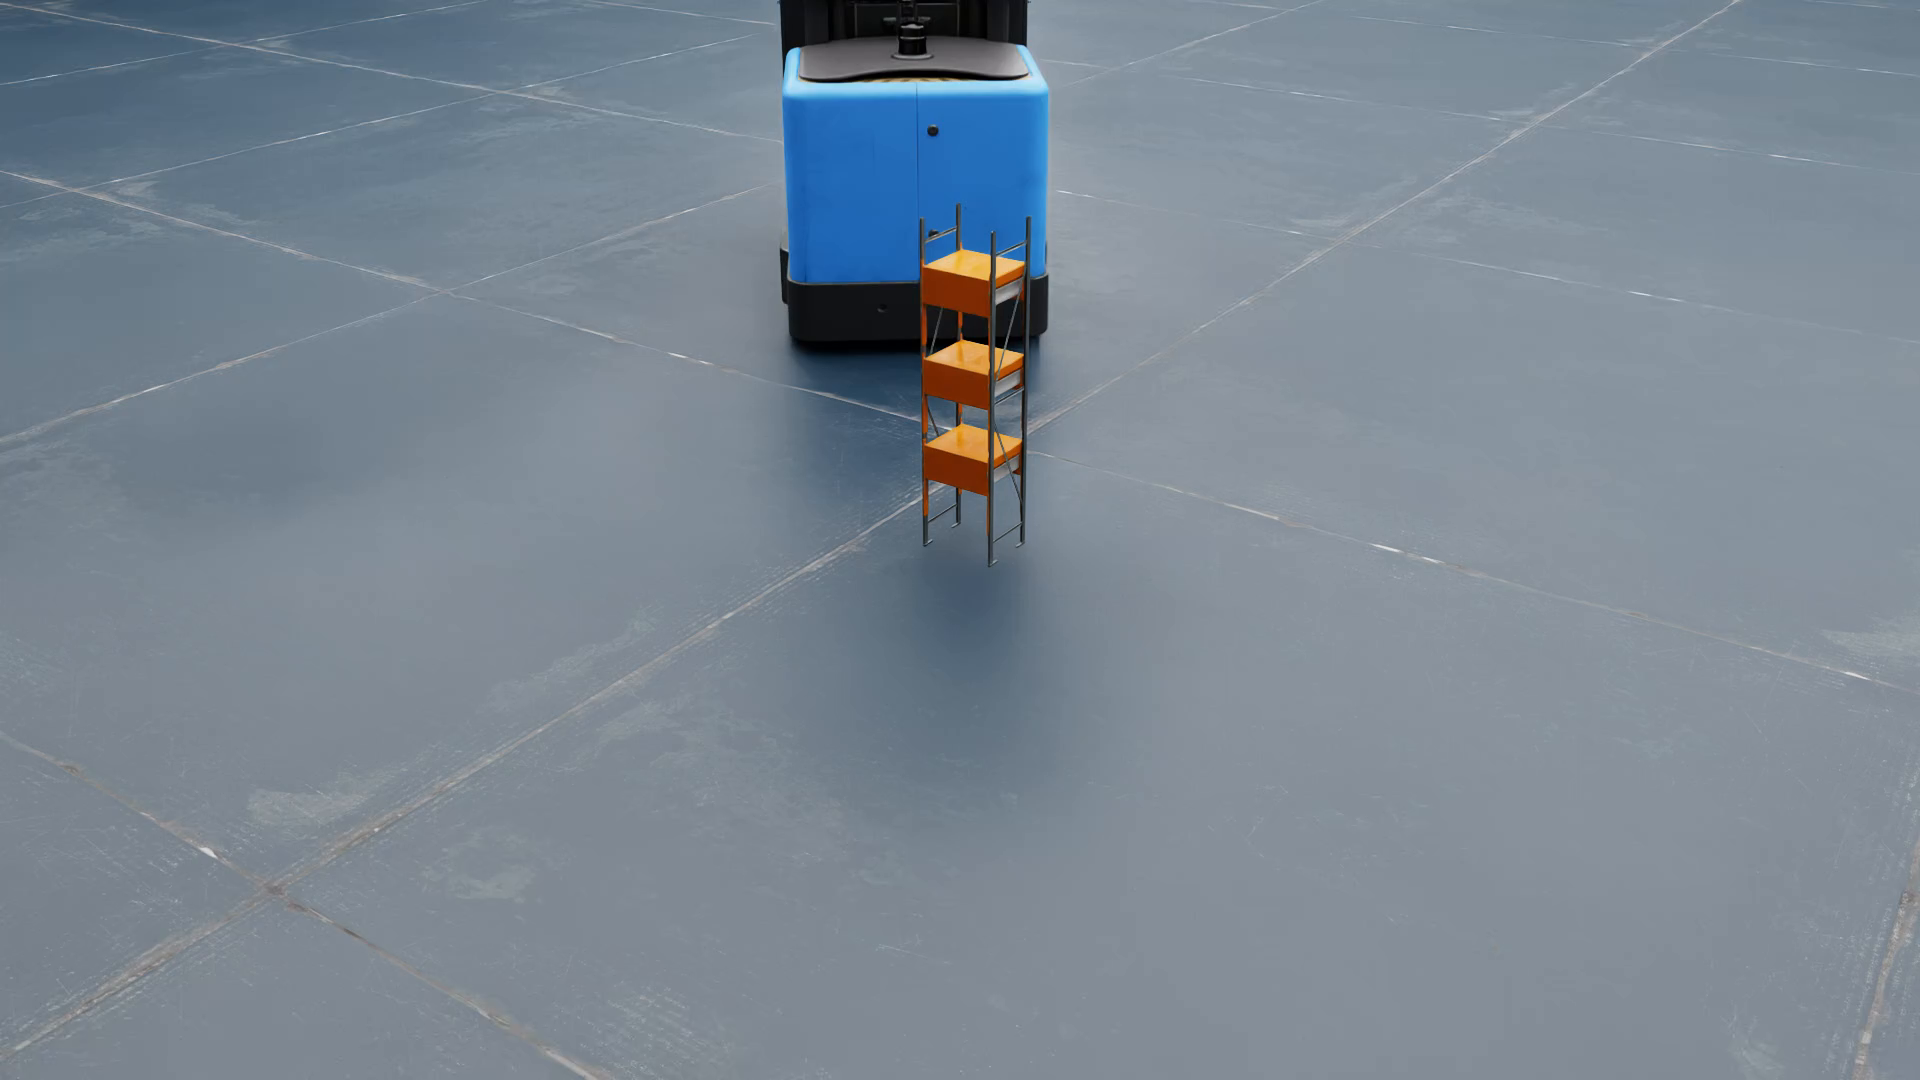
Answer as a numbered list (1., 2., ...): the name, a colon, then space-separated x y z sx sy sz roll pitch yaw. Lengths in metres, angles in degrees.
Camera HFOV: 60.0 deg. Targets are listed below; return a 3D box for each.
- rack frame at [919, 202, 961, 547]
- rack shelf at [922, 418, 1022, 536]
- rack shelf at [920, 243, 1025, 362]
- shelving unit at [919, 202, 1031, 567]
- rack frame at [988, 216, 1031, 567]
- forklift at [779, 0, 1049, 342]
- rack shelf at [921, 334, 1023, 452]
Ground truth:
1. rack frame: -0.056 -0.485 5.046 0.008 1.050 0.200 17 32 30
2. rack shelf: 0.044 -0.197 5.116 0.240 0.259 0.215 17 32 30
3. rack shelf: 0.044 -0.698 4.861 0.240 0.259 0.215 17 32 30
4. shelving unit: 0.044 -0.454 4.985 0.252 1.050 0.215 17 32 30
5. rack frame: 0.145 -0.423 4.923 0.008 1.050 0.200 17 32 30
6. forklift: -0.264 -2.732 7.388 1.130 2.935 3.031 -2 27 -4
7. rack shelf: 0.044 -0.445 4.990 0.240 0.259 0.215 17 32 30
